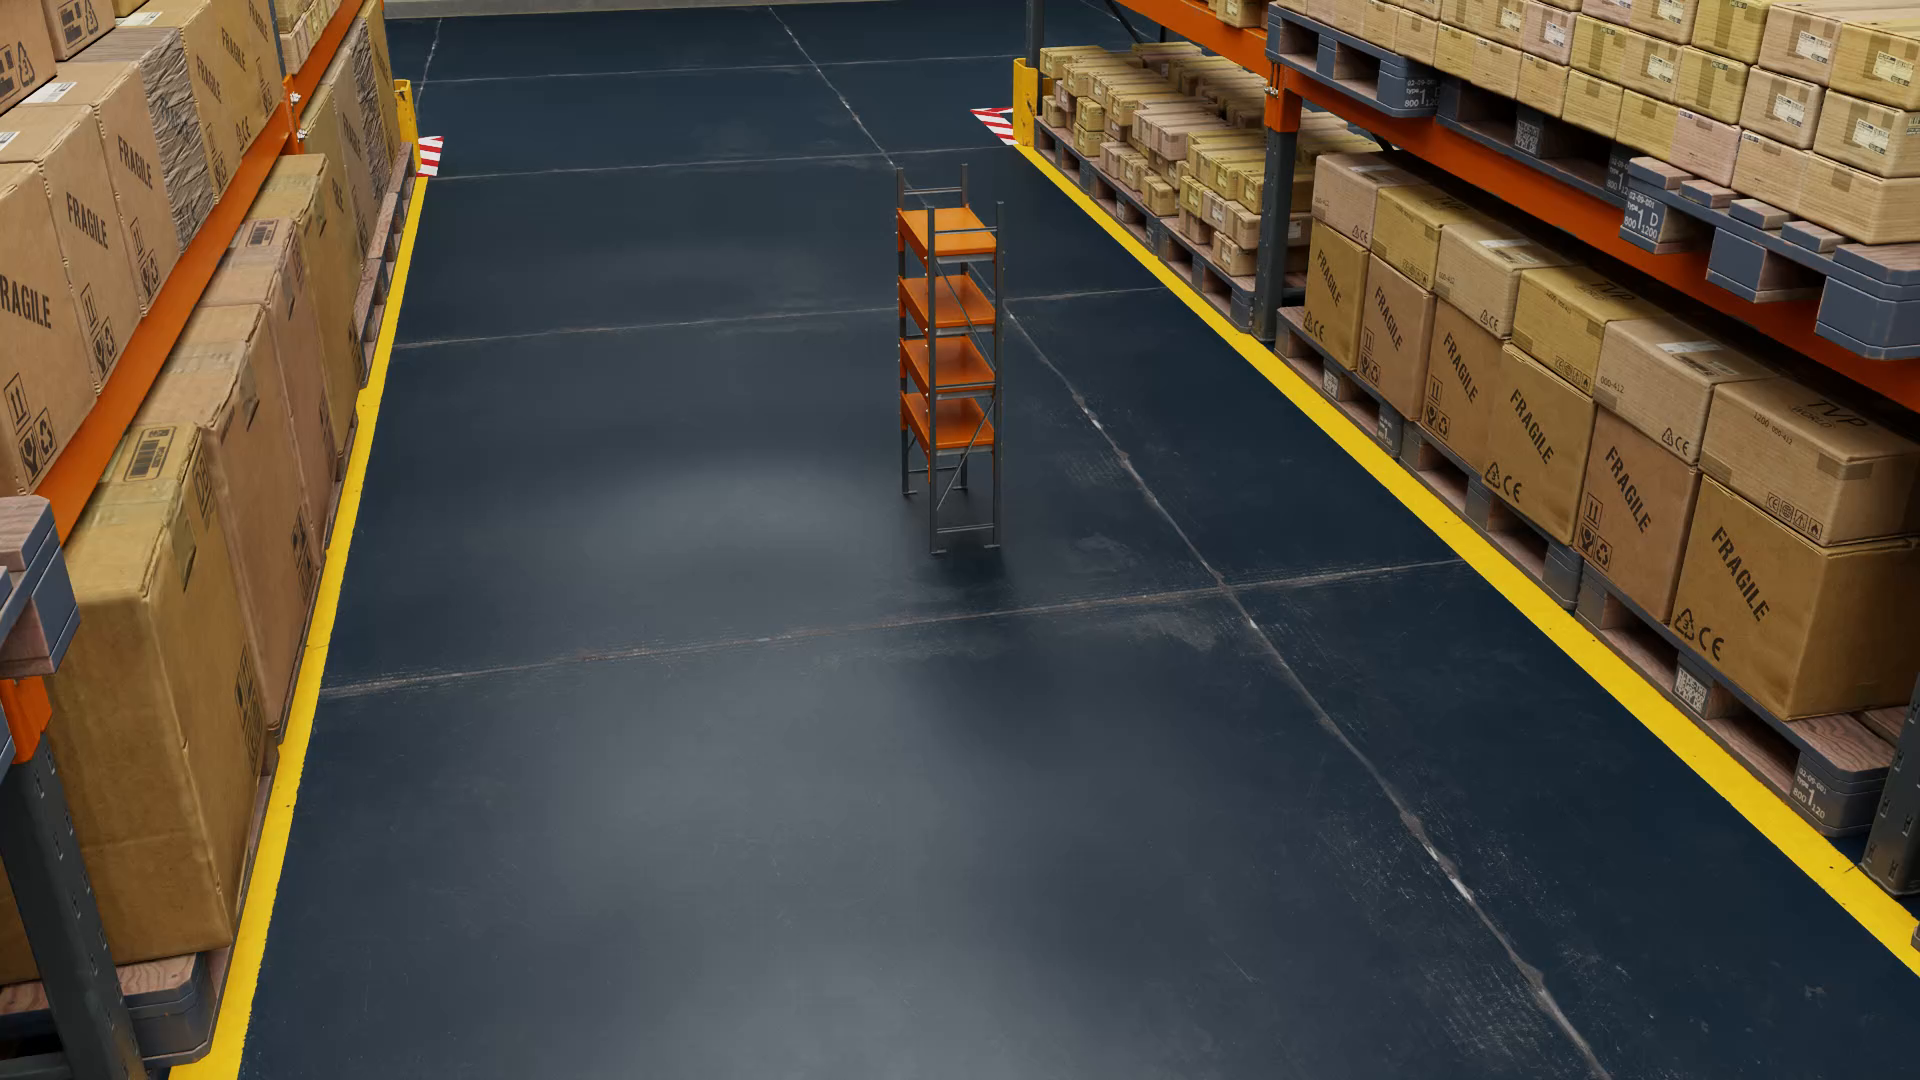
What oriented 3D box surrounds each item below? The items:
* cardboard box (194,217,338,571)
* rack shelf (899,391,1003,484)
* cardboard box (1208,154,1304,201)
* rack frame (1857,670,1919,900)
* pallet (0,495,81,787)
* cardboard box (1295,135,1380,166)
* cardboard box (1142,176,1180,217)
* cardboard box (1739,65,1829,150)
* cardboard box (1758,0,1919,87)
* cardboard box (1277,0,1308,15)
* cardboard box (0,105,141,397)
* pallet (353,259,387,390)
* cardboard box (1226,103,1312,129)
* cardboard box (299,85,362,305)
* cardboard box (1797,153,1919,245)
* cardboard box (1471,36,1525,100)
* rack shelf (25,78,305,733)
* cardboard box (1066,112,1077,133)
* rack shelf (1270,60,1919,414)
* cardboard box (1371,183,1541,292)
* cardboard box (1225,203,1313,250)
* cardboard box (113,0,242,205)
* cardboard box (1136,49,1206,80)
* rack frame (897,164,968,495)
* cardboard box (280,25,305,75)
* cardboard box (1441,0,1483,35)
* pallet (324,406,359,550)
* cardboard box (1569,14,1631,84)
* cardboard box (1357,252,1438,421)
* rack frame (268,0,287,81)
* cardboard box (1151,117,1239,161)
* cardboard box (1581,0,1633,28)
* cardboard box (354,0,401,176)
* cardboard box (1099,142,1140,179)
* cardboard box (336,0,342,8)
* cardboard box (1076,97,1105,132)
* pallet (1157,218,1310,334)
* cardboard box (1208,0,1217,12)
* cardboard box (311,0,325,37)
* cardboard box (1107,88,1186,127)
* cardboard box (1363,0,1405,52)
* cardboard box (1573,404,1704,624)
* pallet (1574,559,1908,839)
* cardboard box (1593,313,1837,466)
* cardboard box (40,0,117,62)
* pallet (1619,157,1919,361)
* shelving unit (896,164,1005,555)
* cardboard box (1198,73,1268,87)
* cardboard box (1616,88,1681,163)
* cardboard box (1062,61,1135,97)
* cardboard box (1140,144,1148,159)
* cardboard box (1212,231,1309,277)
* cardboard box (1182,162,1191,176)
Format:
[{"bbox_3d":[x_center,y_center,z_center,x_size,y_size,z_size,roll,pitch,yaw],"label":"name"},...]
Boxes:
[{"bbox_3d":[-2.659,-0.411,5.127,1.225,0.875,0.875,-7,28,-13],"label":"cardboard box"},{"bbox_3d":[-0.037,-0.371,5.743,0.258,0.148,0.480,-6,27,-12],"label":"rack shelf"},{"bbox_3d":[1.400,-1.720,7.867,0.380,0.149,0.250,-6,27,-11],"label":"cardboard box"},{"bbox_3d":[2.731,-0.546,3.503,1.000,3.000,0.127,-6,27,-12],"label":"rack frame"},{"bbox_3d":[-1.859,0.301,2.038,1.213,0.211,1.003,-6,27,-12],"label":"pallet"},{"bbox_3d":[1.845,-1.888,8.199,0.380,0.149,0.250,-6,27,-12],"label":"cardboard box"},{"bbox_3d":[1.176,-1.809,8.703,0.380,0.149,0.250,-6,27,-12],"label":"cardboard box"},{"bbox_3d":[2.115,-1.042,3.968,0.380,0.149,0.250,-5,27,-10],"label":"cardboard box"},{"bbox_3d":[2.120,-1.166,3.884,0.380,0.149,0.250,-6,27,-12],"label":"cardboard box"},{"bbox_3d":[1.471,-2.158,6.509,0.380,0.149,0.250,-7,28,-14],"label":"cardboard box"},{"bbox_3d":[-2.087,-0.599,3.496,0.500,0.500,0.500,-7,28,-13],"label":"cardboard box"},{"bbox_3d":[-3.120,-0.940,7.378,1.003,0.211,1.213,-6,27,-12],"label":"pallet"},{"bbox_3d":[1.644,-2.231,8.879,0.380,0.149,0.250,-7,28,-14],"label":"cardboard box"},{"bbox_3d":[-3.096,-1.380,7.046,0.875,0.875,0.875,-6,27,-12],"label":"cardboard box"},{"bbox_3d":[2.173,-0.791,3.802,0.380,0.149,0.250,-5,27,-11],"label":"cardboard box"},{"bbox_3d":[1.824,-1.474,5.154,0.380,0.149,0.250,-7,28,-14],"label":"cardboard box"},{"bbox_3d":[-2.574,-0.644,4.495,1.077,0.370,4.000,-6,27,-12],"label":"rack shelf"},{"bbox_3d":[0.874,-2.604,10.278,0.380,0.149,0.250,-6,27,-12],"label":"cardboard box"},{"bbox_3d":[2.281,-1.103,5.405,1.077,0.370,4.000,-6,27,-12],"label":"rack shelf"},{"bbox_3d":[1.862,-1.124,6.123,0.500,0.250,0.500,-5,27,-10],"label":"cardboard box"},{"bbox_3d":[1.449,-1.456,7.673,0.380,0.149,0.250,-5,27,-11],"label":"cardboard box"},{"bbox_3d":[-2.424,-1.263,4.813,0.500,0.500,0.500,-6,27,-12],"label":"cardboard box"},{"bbox_3d":[1.295,-2.916,10.235,0.380,0.149,0.250,-5,27,-11],"label":"cardboard box"},{"bbox_3d":[-0.092,-0.715,5.836,0.240,1.200,0.015,-6,27,-12],"label":"rack frame"},{"bbox_3d":[-2.768,-1.894,6.453,0.380,0.149,0.250,-6,27,-11],"label":"cardboard box"},{"bbox_3d":[1.771,-1.715,5.302,0.380,0.149,0.250,-6,27,-12],"label":"cardboard box"},{"bbox_3d":[-2.778,-0.267,6.044,1.003,0.211,1.213,-6,27,-12],"label":"pallet"},{"bbox_3d":[1.943,-1.376,4.631,0.380,0.149,0.250,-6,27,-12],"label":"cardboard box"},{"bbox_3d":[1.859,-0.790,6.295,0.500,0.500,0.500,-5,27,-9],"label":"cardboard box"},{"bbox_3d":[-3.025,-1.843,6.072,1.000,3.000,0.127,-6,27,-12],"label":"rack frame"},{"bbox_3d":[1.203,-2.060,8.540,0.380,0.149,0.250,-7,28,-14],"label":"cardboard box"},{"bbox_3d":[1.949,-1.504,4.554,0.380,0.149,0.250,-6,27,-12],"label":"cardboard box"},{"bbox_3d":[-3.704,-2.565,9.395,0.875,0.875,0.875,-6,27,-12],"label":"cardboard box"},{"bbox_3d":[1.009,-2.152,9.382,0.380,0.149,0.250,-7,28,-14],"label":"cardboard box"},{"bbox_3d":[-3.121,-2.578,7.808,0.380,0.149,0.250,-7,28,-13],"label":"cardboard box"},{"bbox_3d":[0.897,-2.502,9.745,0.380,0.149,0.250,-5,27,-10],"label":"cardboard box"},{"bbox_3d":[1.644,-1.348,8.187,1.003,0.211,1.213,-6,27,-12],"label":"pallet"},{"bbox_3d":[1.371,-2.517,7.687,0.380,0.149,0.250,-5,27,-10],"label":"cardboard box"},{"bbox_3d":[-2.948,-2.240,7.139,0.380,0.149,0.250,-7,28,-13],"label":"cardboard box"},{"bbox_3d":[1.032,-2.398,9.210,0.380,0.149,0.250,-6,27,-11],"label":"cardboard box"},{"bbox_3d":[1.647,-1.816,5.832,0.380,0.149,0.250,-6,27,-11],"label":"cardboard box"},{"bbox_3d":[2.215,-0.108,4.944,0.500,0.500,0.500,-5,27,-10],"label":"cardboard box"},{"bbox_3d":[2.557,0.356,4.811,1.003,0.211,1.213,-6,27,-12],"label":"pallet"},{"bbox_3d":[2.197,-0.447,4.782,0.500,0.250,0.500,-6,27,-11],"label":"cardboard box"},{"bbox_3d":[-2.574,-1.482,4.133,0.797,0.503,0.637,-5,27,-10],"label":"cardboard box"},{"bbox_3d":[2.467,-0.762,4.145,1.213,0.211,1.003,-6,27,-12],"label":"pallet"},{"bbox_3d":[-0.037,-0.608,5.624,0.258,1.200,0.503,-6,27,-12],"label":"shelving unit"},{"bbox_3d":[1.589,-2.582,9.575,0.380,0.149,0.250,-5,27,-10],"label":"cardboard box"},{"bbox_3d":[2.007,-1.123,4.459,0.380,0.149,0.250,-6,27,-12],"label":"cardboard box"},{"bbox_3d":[0.827,-2.742,9.890,0.380,0.149,0.250,-6,27,-12],"label":"cardboard box"},{"bbox_3d":[1.202,-2.160,9.069,0.380,0.149,0.250,-5,27,-9],"label":"cardboard box"},{"bbox_3d":[1.410,-1.354,7.802,0.380,0.149,0.250,-6,27,-11],"label":"cardboard box"},{"bbox_3d":[1.338,-1.809,8.373,0.380,0.149,0.250,-6,27,-11],"label":"cardboard box"}]
